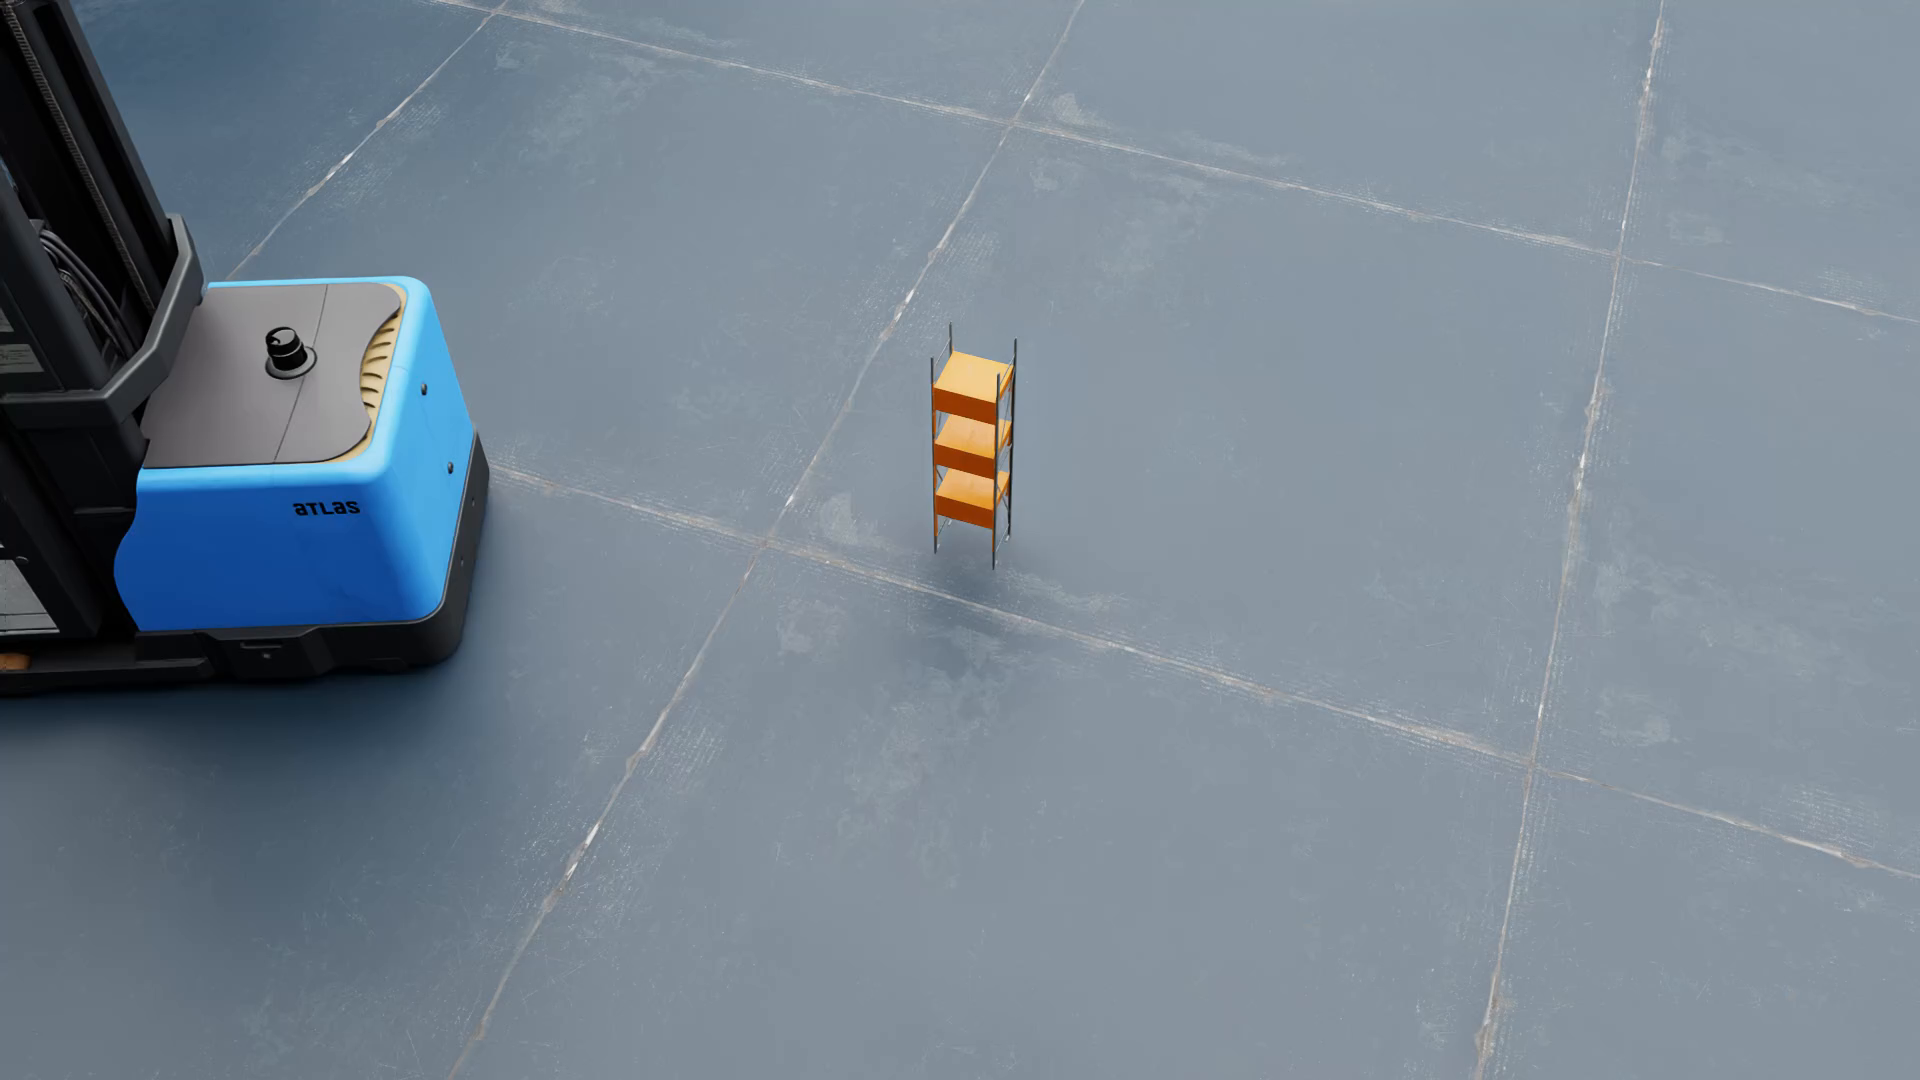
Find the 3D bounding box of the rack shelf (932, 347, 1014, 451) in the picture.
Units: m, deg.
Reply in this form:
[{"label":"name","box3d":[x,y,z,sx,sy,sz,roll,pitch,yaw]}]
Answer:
[{"label":"rack shelf","box3d":[0.050,-0.509,6.001,0.240,0.259,0.215,16,51,13]}]

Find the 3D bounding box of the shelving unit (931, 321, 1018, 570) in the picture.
[{"label":"shelving unit","box3d":[0.050,-0.330,6.208,0.252,1.050,0.215,16,51,13]}]

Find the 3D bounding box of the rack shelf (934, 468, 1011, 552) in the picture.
[{"label":"rack shelf","box3d":[0.050,-0.141,6.426,0.240,0.259,0.215,16,51,13]}]

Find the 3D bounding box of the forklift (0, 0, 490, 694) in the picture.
[{"label":"forklift","box3d":[-3.399,-0.799,5.370,3.031,2.935,1.130,-2,49,-2]}]

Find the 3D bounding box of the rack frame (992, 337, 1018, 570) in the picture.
[{"label":"rack frame","box3d":[0.165,-0.298,6.180,0.008,1.050,0.200,16,51,13]}]

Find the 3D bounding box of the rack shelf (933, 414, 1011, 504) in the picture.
[{"label":"rack shelf","box3d":[0.050,-0.323,6.216,0.240,0.259,0.215,16,51,13]}]

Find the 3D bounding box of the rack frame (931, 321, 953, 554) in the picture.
[{"label":"rack frame","box3d":[-0.064,-0.362,6.235,0.008,1.050,0.200,16,51,13]}]
